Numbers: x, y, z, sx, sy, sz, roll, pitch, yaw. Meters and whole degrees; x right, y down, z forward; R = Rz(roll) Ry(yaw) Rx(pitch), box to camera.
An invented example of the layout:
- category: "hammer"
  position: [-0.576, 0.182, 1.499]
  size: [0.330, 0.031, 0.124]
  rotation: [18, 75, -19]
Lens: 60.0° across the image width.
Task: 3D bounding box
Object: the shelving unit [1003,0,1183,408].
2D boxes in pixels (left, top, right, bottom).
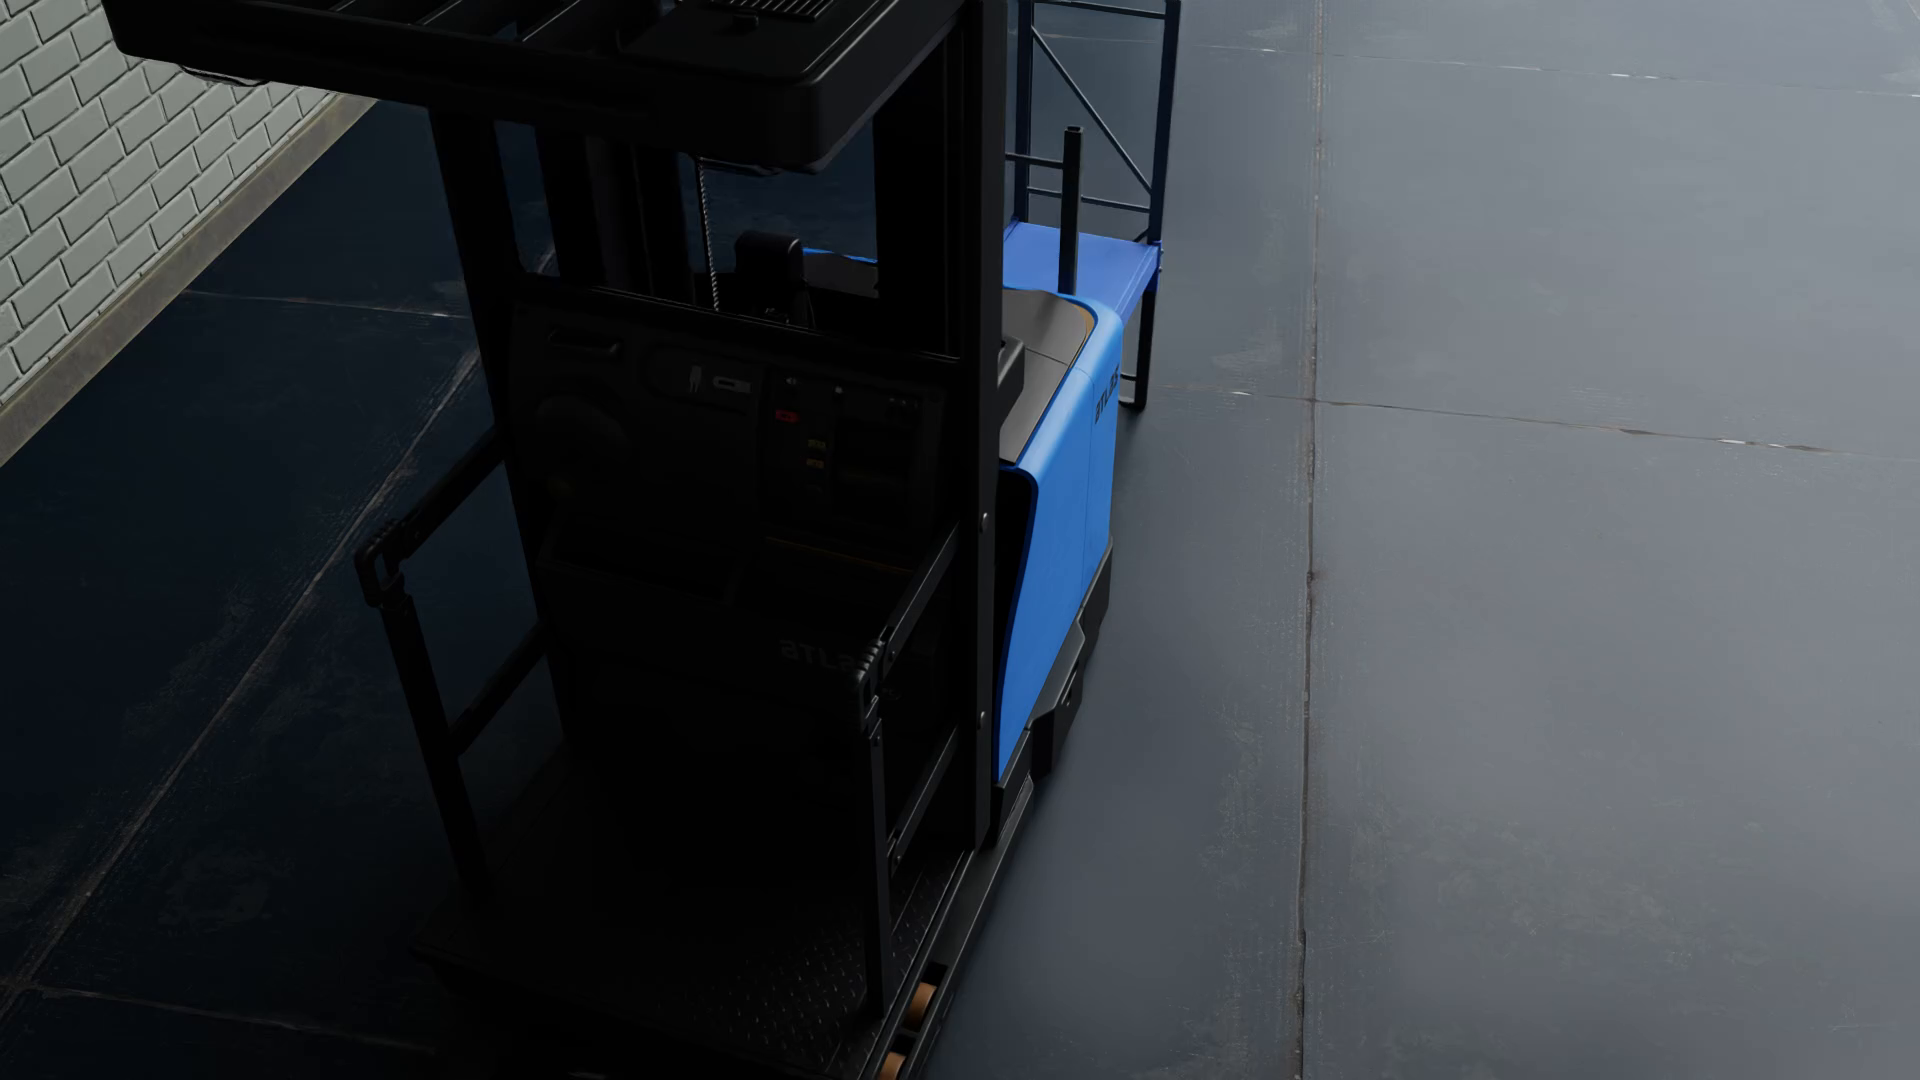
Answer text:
- category: "shelving unit"
  position: [0.244, -0.798, 5.038]
  size: [0.538, 1.500, 1.048]
  rotation: [13, 41, 15]

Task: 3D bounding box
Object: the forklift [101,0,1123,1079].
- category: "forklift"
  position: [-0.542, -0.138, 3.117]
  size: [1.130, 2.935, 3.031]
  rotation: [13, 41, 15]

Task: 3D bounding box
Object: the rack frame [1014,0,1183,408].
- category: "rack frame"
  position: [0.418, -1.102, 5.406]
  size: [0.500, 1.500, 0.032]
  rotation: [13, 41, 15]

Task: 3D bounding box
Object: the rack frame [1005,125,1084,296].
- category: "rack frame"
  position: [0.070, -0.493, 4.669]
  size: [0.500, 1.500, 0.032]
  rotation: [13, 41, 15]

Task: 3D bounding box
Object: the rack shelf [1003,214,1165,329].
- category: "rack shelf"
  position: [0.244, -0.659, 5.152]
  size: [0.538, 0.185, 1.000]
  rotation: [13, 41, 15]
